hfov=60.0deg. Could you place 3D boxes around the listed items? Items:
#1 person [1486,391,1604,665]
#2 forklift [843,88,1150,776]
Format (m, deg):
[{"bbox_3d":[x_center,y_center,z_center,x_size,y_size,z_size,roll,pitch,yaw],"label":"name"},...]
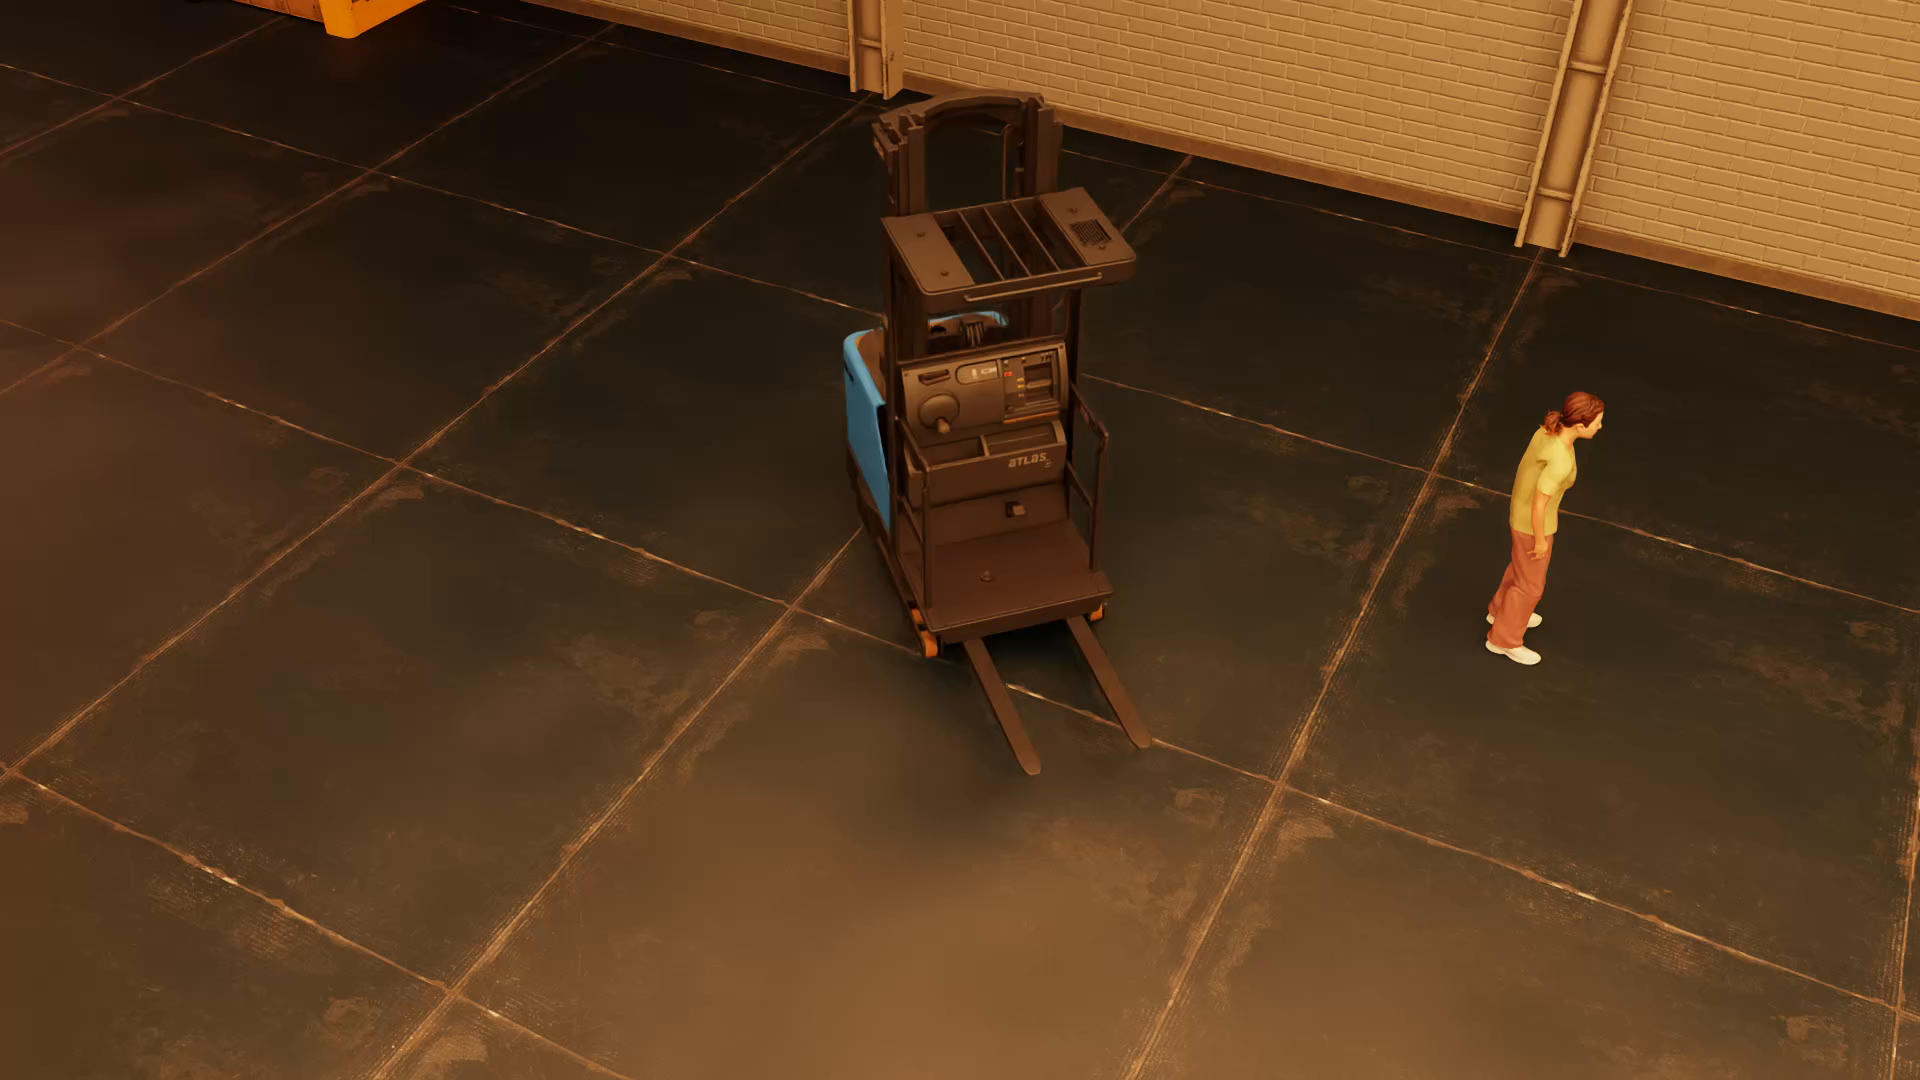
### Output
[{"bbox_3d":[3.172,-0.100,9.083,0.364,1.671,0.506,9,41,11],"label":"person"},{"bbox_3d":[0.209,-0.743,8.869,1.130,2.935,3.031,-12,42,-14],"label":"forklift"}]
